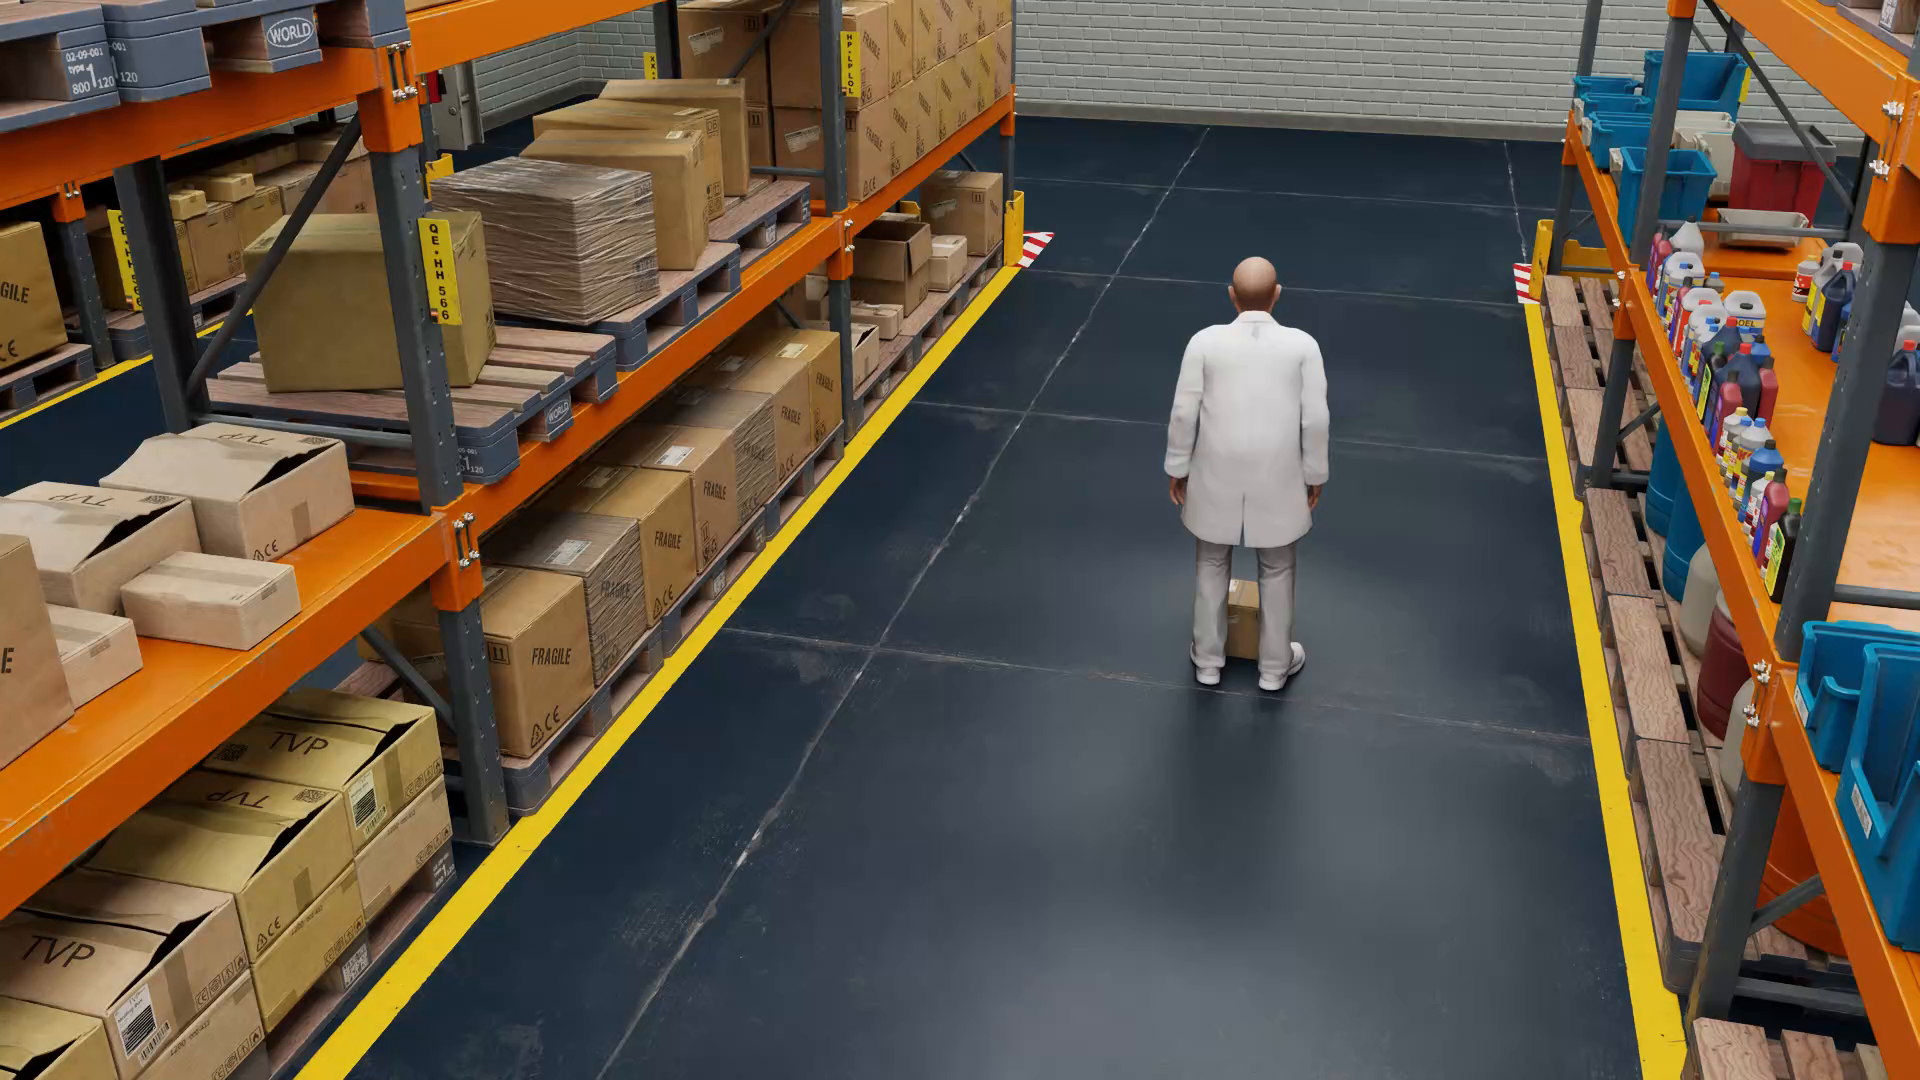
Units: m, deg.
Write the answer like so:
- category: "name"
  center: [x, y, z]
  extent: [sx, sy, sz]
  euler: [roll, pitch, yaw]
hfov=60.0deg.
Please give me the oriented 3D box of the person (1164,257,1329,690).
- category: "person"
  center: [1.143, -0.252, 6.667]
  extent: [0.652, 1.773, 0.426]
  euler: [5, 25, 10]
